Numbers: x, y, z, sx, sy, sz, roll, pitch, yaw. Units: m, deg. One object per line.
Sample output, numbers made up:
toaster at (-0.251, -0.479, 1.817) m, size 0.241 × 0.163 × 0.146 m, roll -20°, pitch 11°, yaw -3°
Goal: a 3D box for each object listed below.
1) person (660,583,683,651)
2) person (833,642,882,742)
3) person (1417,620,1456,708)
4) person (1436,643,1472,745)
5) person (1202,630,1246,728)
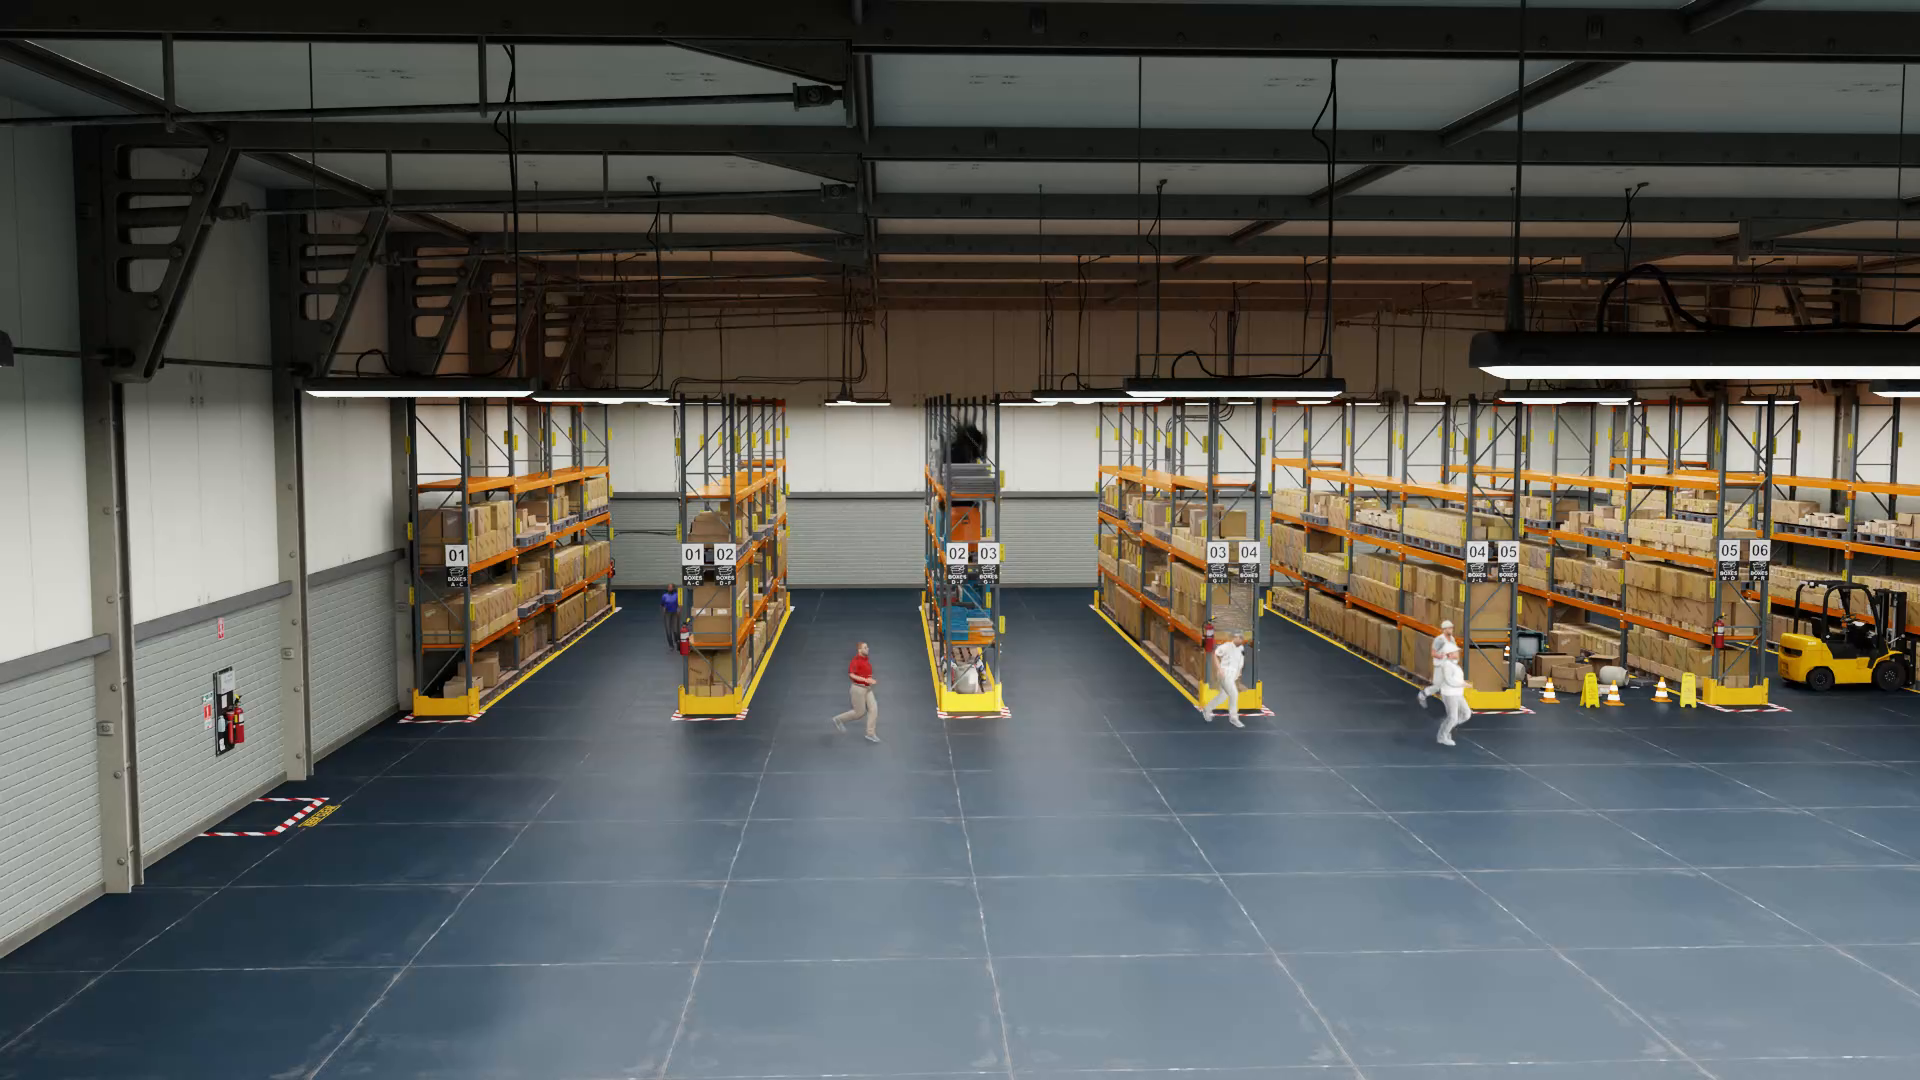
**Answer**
person at (-6.789, 1.818, 39.080) m, size 0.538 × 1.618 × 0.572 m, roll 0°, pitch 5°, yaw -3°
person at (-1.753, 2.626, 28.736) m, size 0.886 × 1.749 × 0.673 m, roll 2°, pitch 5°, yaw 21°
person at (9.017, 2.379, 31.085) m, size 0.651 × 1.782 × 0.952 m, roll -3°, pitch 5°, yaw -31°
person at (8.420, 2.618, 28.271) m, size 0.592 × 1.732 × 0.645 m, roll 3°, pitch 5°, yaw 31°
person at (4.863, 2.479, 30.256) m, size 0.946 × 1.742 × 0.640 m, roll 4°, pitch 6°, yaw 44°
